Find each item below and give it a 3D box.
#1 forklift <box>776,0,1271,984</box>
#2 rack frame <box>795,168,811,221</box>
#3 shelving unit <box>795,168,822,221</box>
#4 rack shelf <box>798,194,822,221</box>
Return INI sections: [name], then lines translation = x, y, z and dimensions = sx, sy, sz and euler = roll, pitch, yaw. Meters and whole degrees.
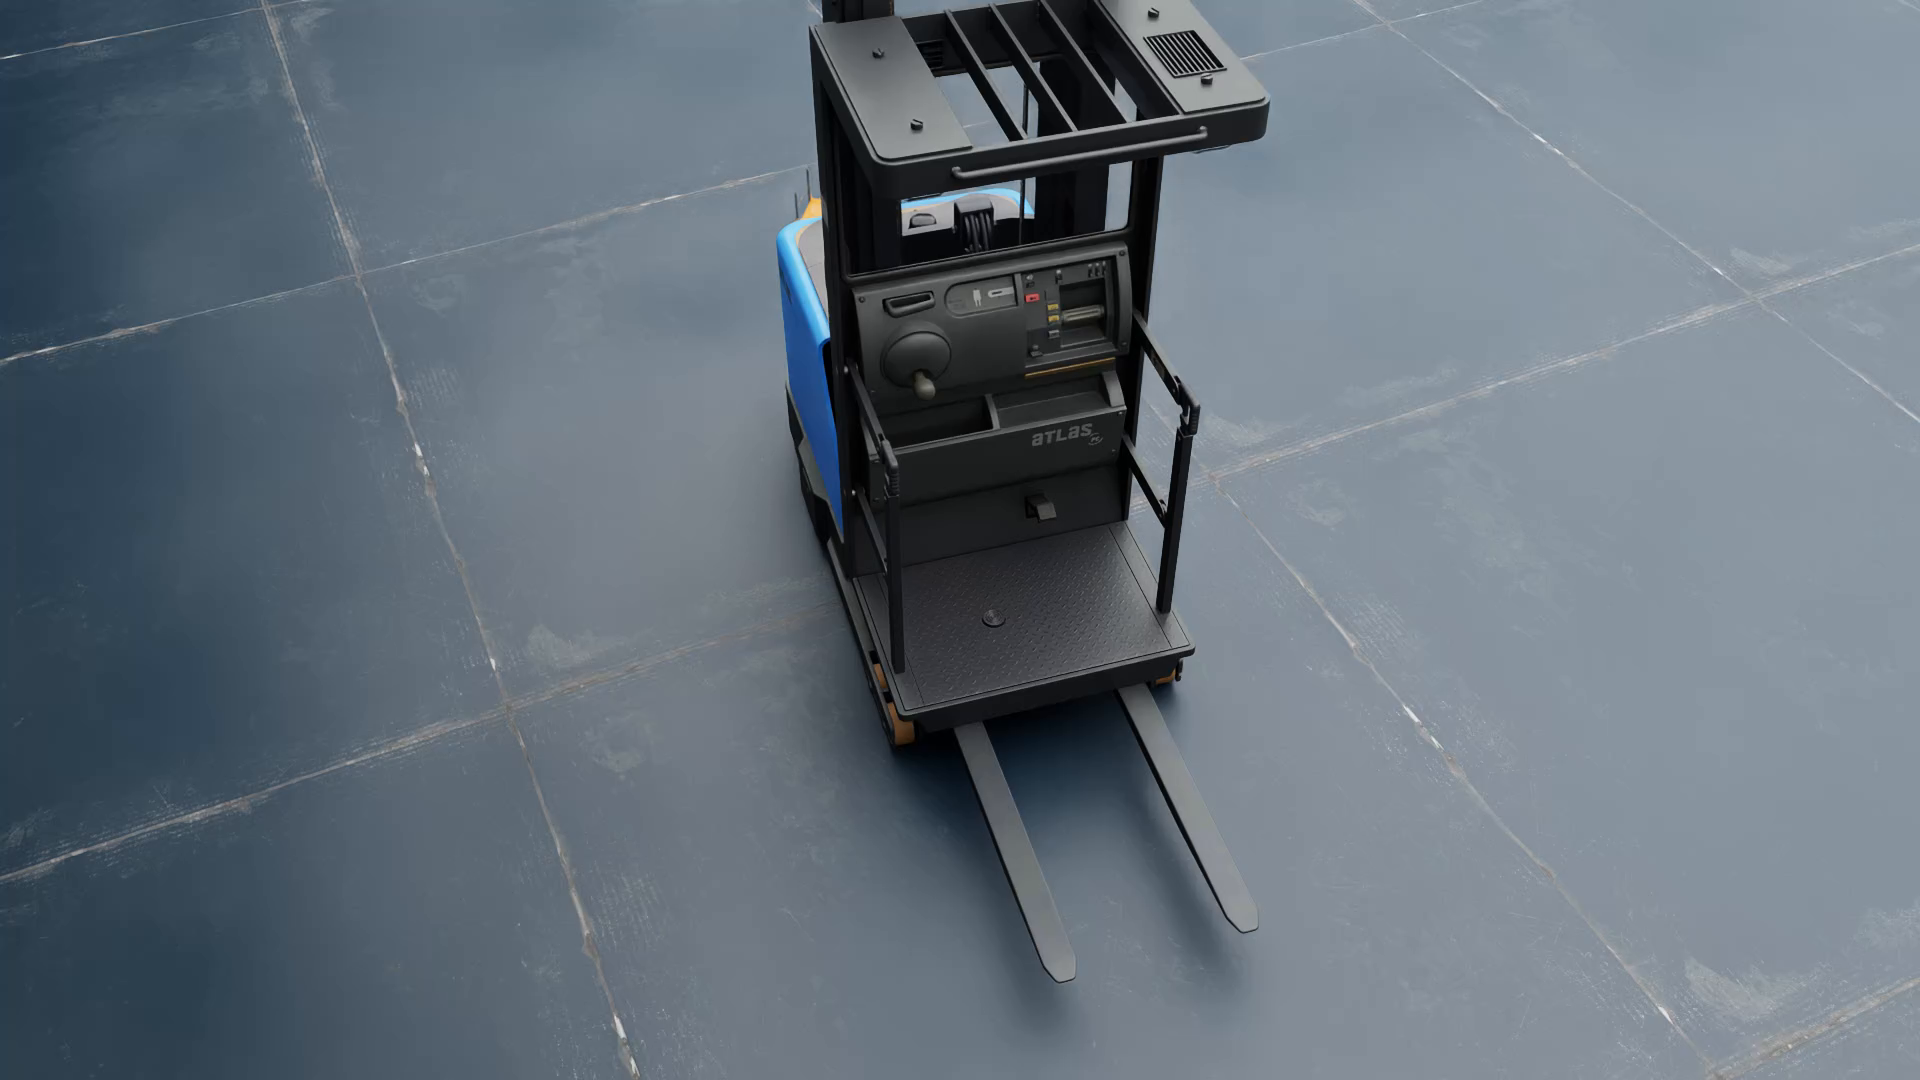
[forklift]
translation = 0.181, -0.620, 5.292
dimensions = 1.130, 2.935, 3.031
euler = -12, 46, -12
[rack frame]
translation = -0.646, -1.070, 7.080
dimensions = 0.008, 1.050, 0.200
euler = 8, 44, 7
[shelving unit]
translation = -0.526, -1.053, 7.064
dimensions = 0.252, 1.050, 0.215
euler = 8, 44, 7
[rack shelf]
translation = -0.523, -1.252, 6.877
dimensions = 0.240, 0.259, 0.215
euler = 8, 44, 7
